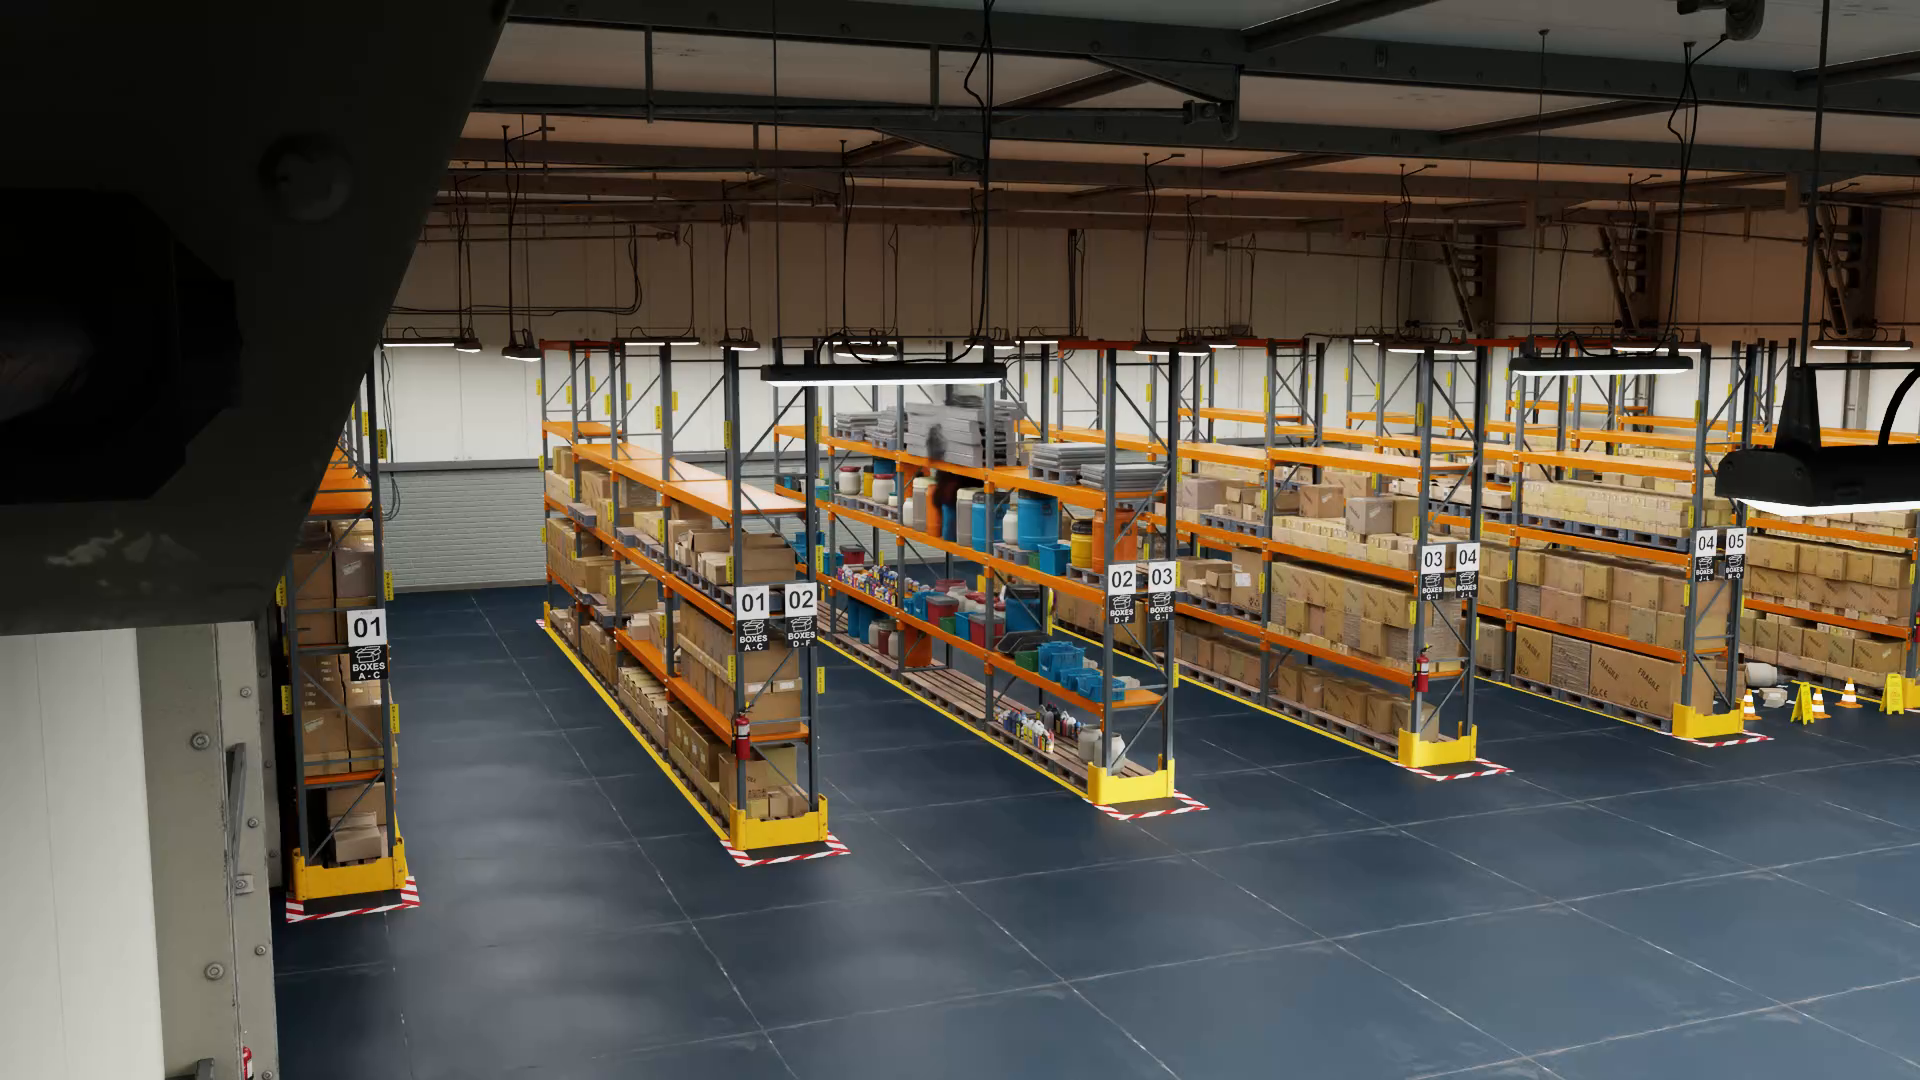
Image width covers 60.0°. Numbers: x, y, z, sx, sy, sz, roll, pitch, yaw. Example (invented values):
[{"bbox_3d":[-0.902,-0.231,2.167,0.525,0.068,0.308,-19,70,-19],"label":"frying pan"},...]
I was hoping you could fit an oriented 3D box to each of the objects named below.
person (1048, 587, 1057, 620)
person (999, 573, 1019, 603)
[{"bbox_3d":[1.357,1.447,29.038,0.693,1.699,0.780,-5,9,-34],"label":"person"},{"bbox_3d":[0.927,1.336,31.118,0.510,1.519,1.015,-4,8,-29],"label":"person"}]
